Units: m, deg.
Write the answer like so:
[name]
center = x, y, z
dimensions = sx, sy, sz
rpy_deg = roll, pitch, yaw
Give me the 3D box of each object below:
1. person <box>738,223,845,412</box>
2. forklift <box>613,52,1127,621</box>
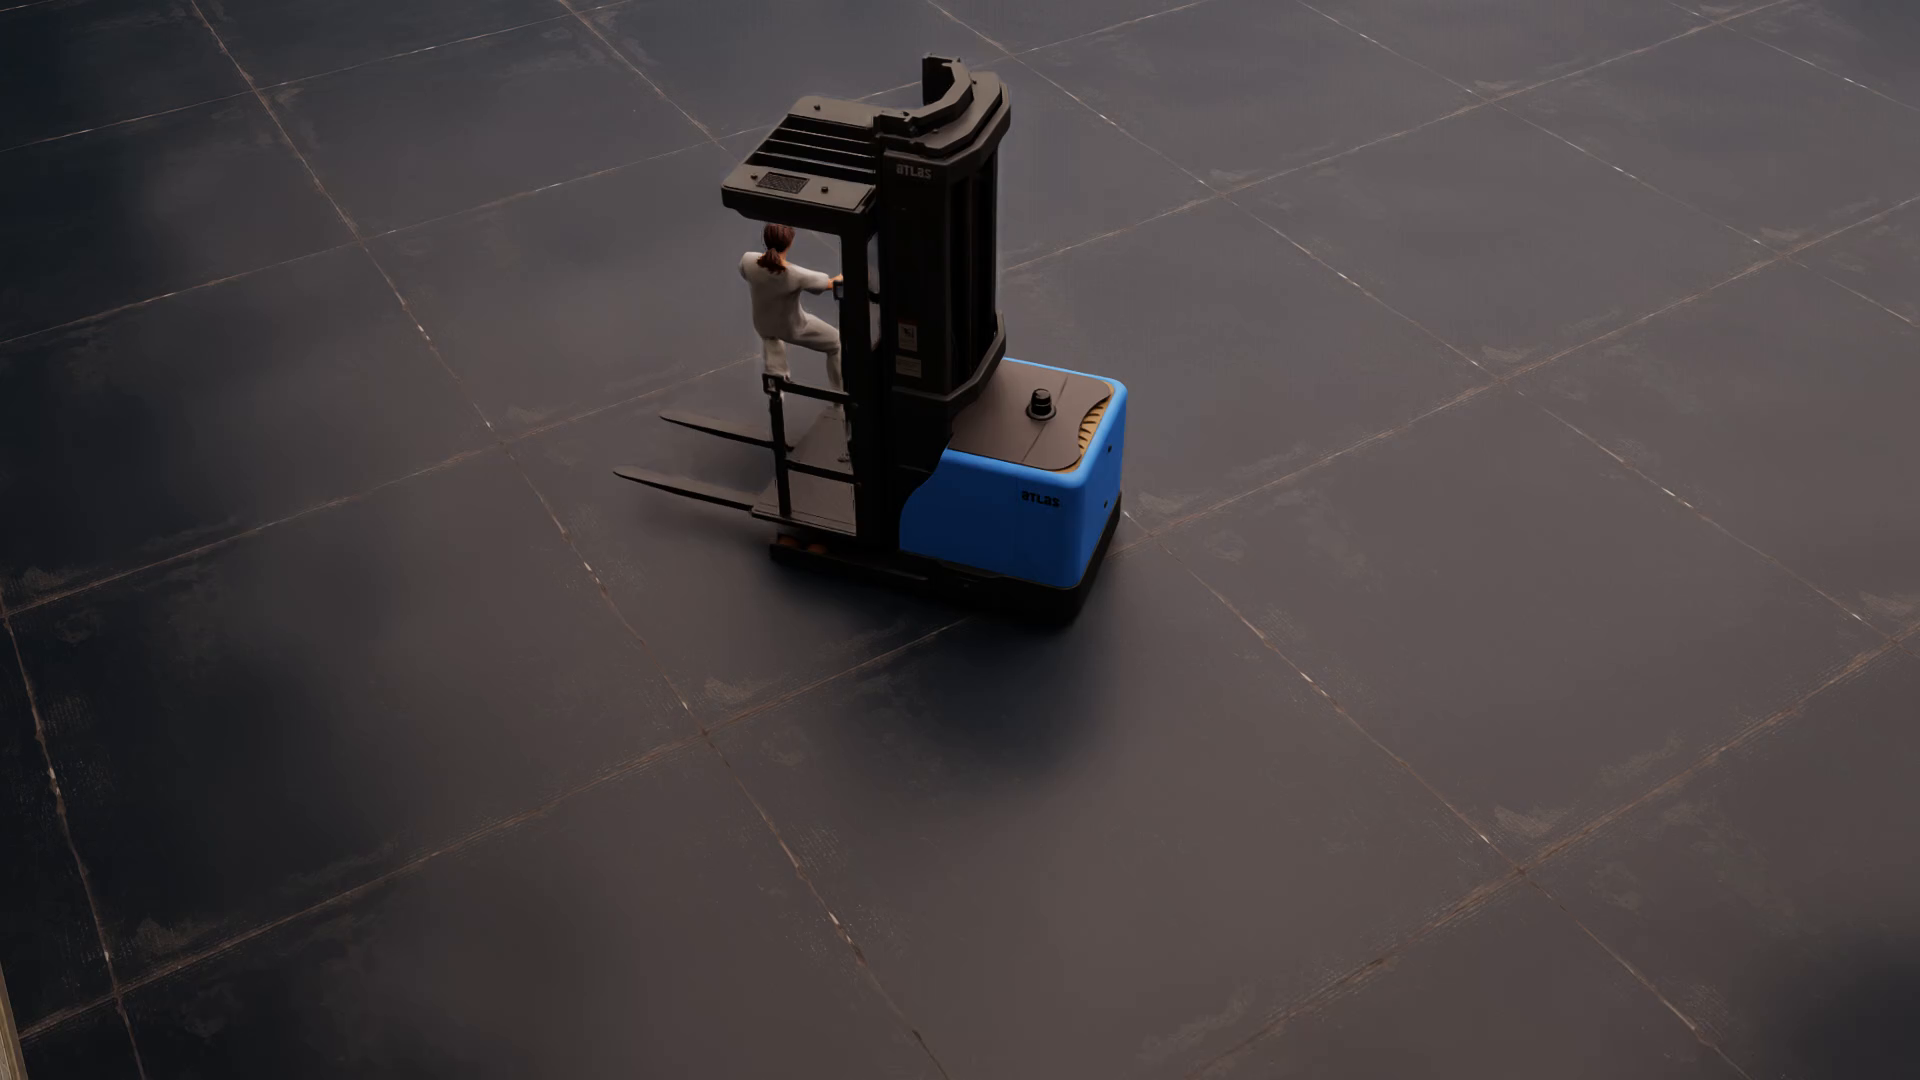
[person]
center = -1.020, -1.452, 10.543
dimensions = 0.716, 1.525, 0.736
rpy_deg = 12, 43, 14
[forklift]
center = -0.604, -1.231, 9.280
dimensions = 3.031, 2.935, 1.130
rpy_deg = 13, 43, 15
